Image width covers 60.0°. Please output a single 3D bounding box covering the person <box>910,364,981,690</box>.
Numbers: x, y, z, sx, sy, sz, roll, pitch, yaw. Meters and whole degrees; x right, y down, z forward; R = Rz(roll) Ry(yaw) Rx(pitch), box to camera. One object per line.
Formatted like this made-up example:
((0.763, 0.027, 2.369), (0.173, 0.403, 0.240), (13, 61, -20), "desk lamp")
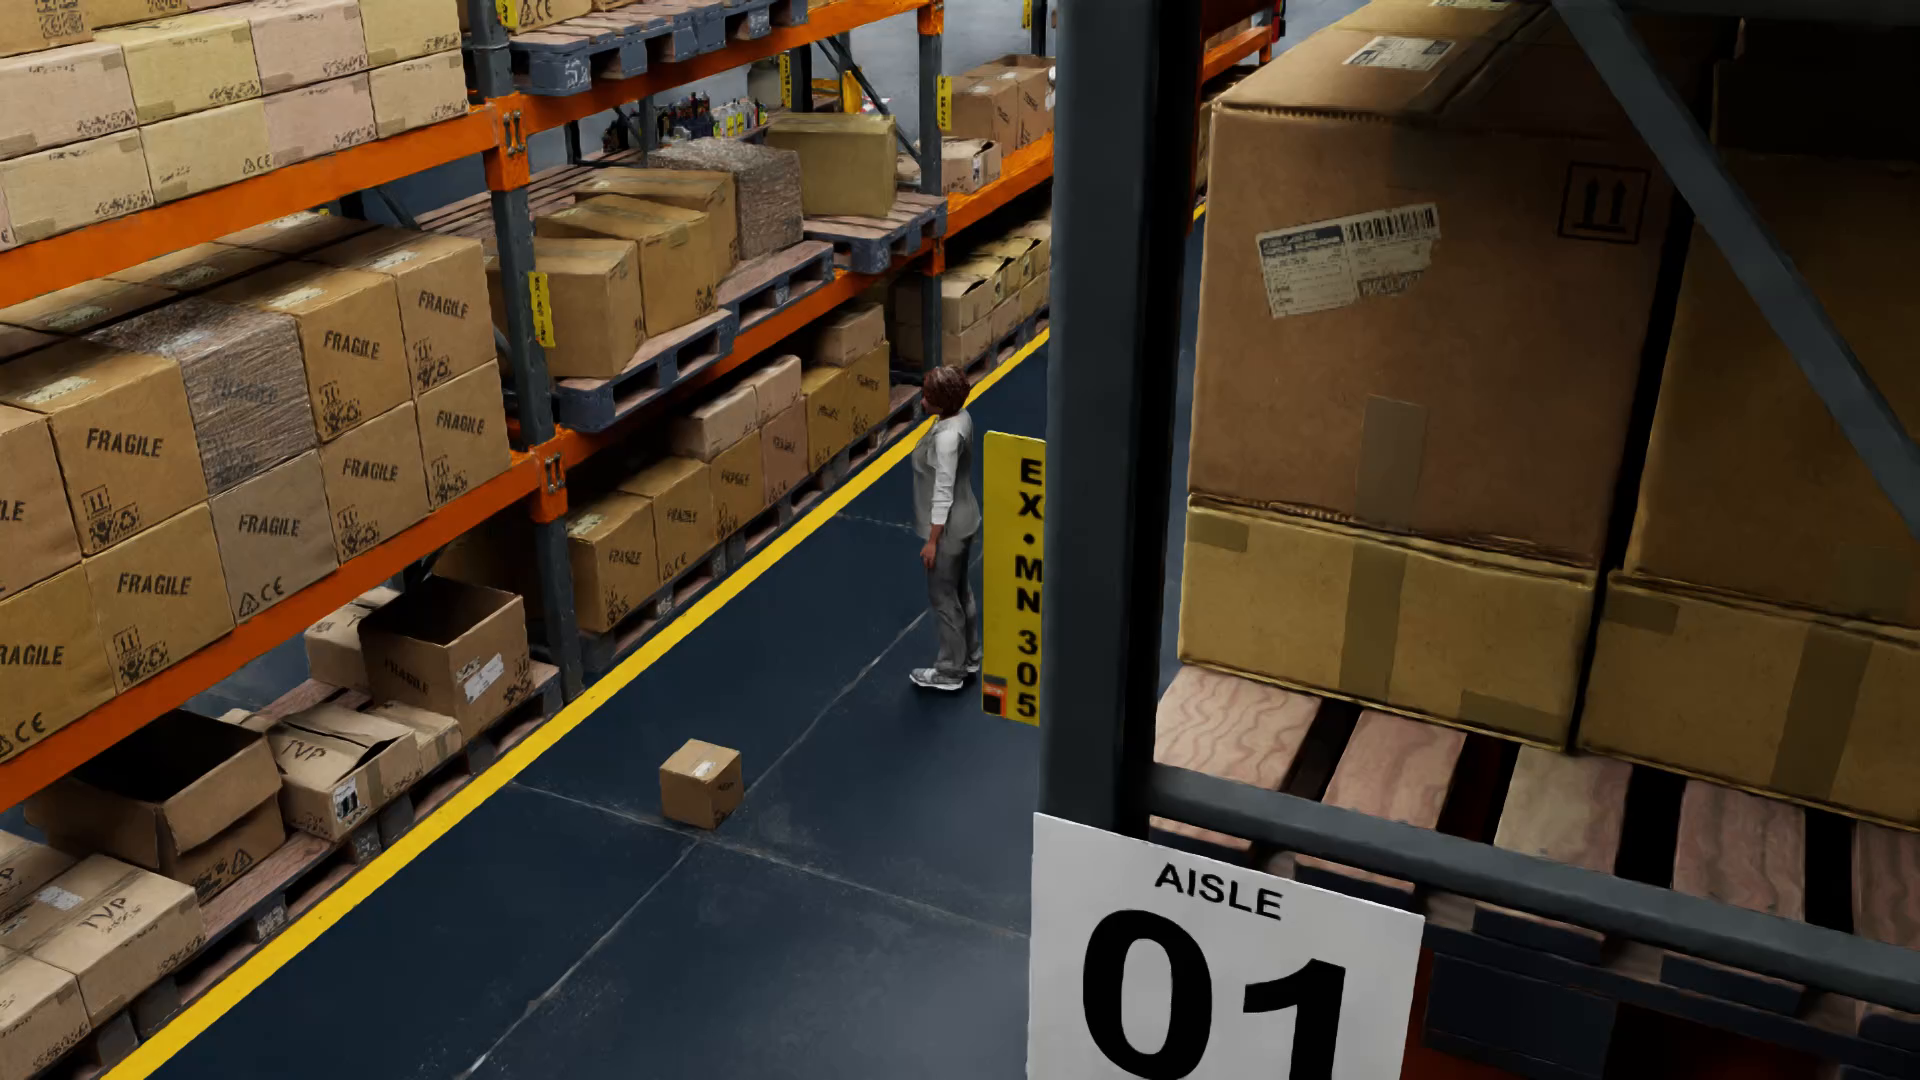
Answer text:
((-0.066, -0.053, 7.676), (0.331, 1.606, 0.488), (5, 27, 11), "person")
